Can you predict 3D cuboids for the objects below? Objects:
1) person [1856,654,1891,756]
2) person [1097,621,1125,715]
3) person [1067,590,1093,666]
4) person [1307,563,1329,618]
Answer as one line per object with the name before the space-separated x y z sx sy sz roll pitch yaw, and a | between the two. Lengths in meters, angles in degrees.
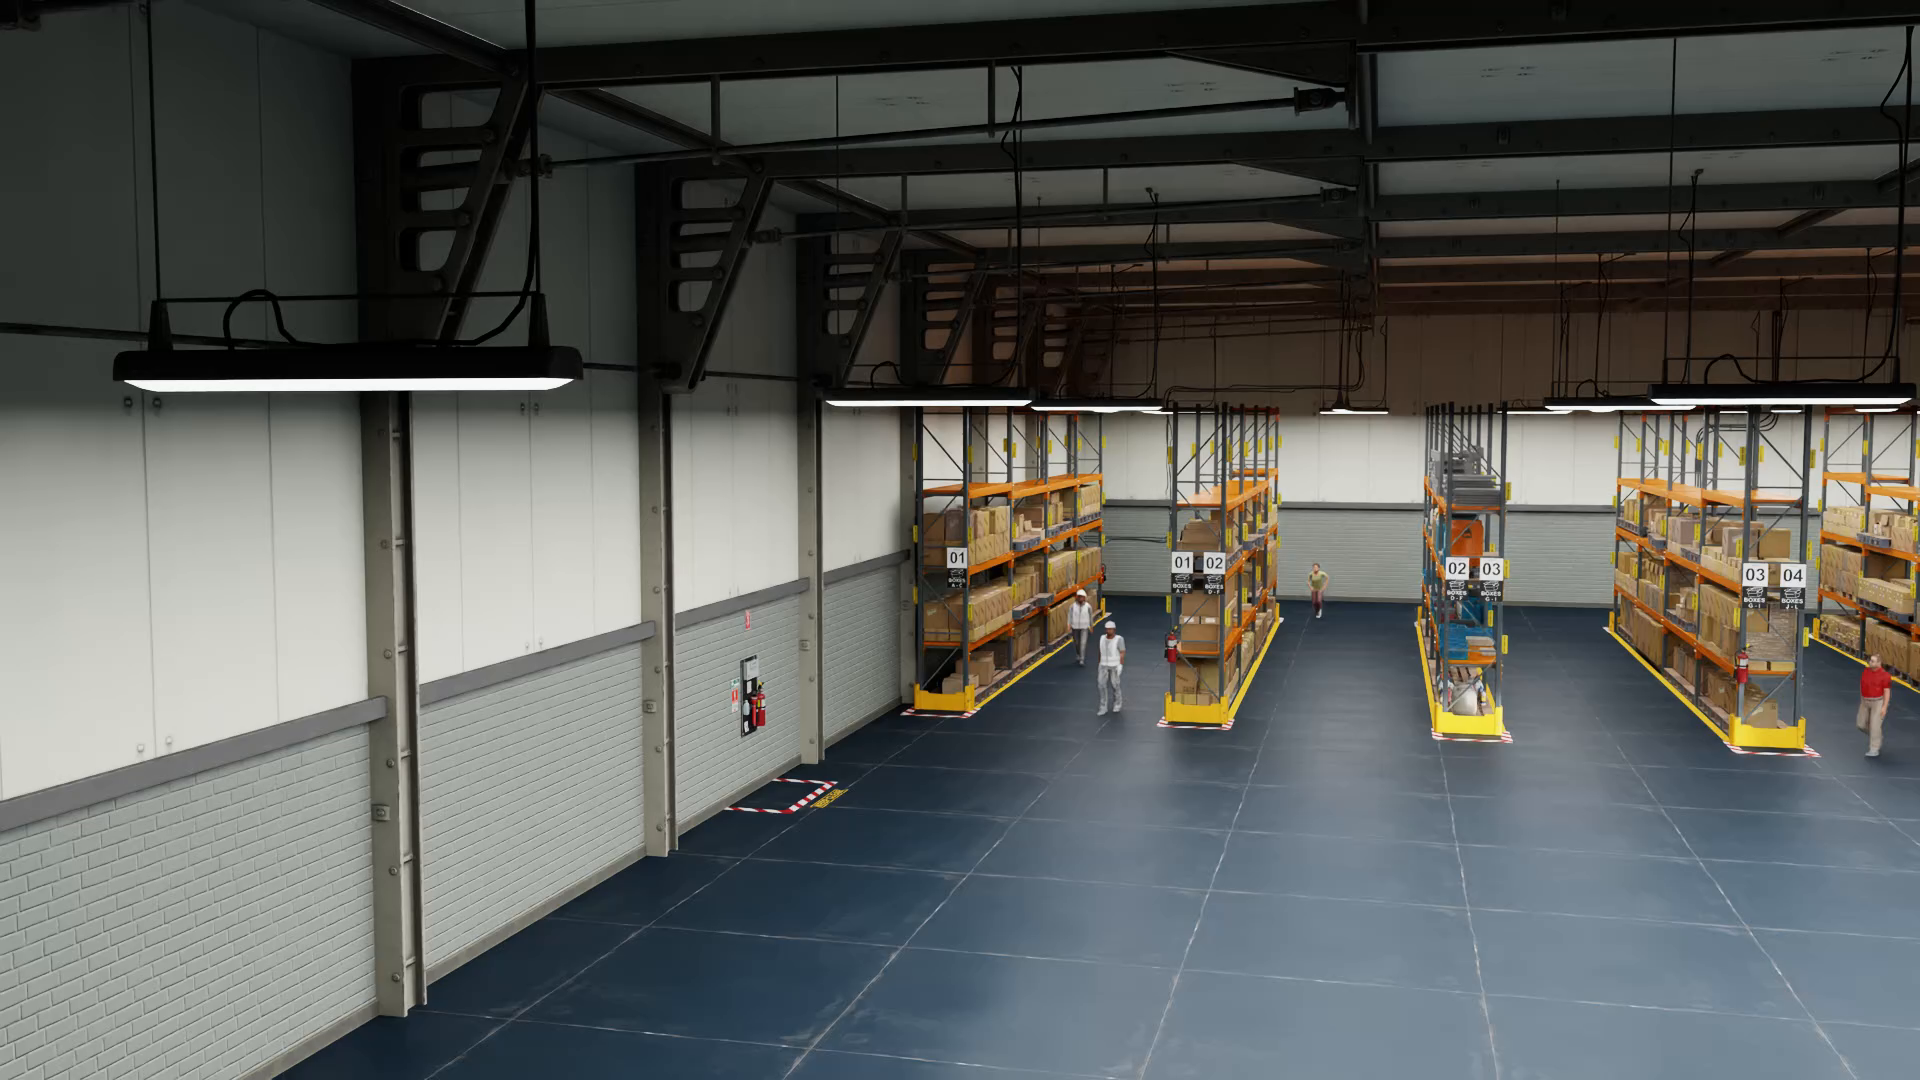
person | 15.479 2.773 28.085 0.635 1.708 0.539 -2 5 -29
person | 2.899 2.474 32.121 0.609 1.826 0.553 3 5 33
person | 2.774 2.016 38.486 0.584 1.720 1.084 1 4 11
person | 10.208 1.439 47.389 0.614 1.578 0.681 2 5 24
